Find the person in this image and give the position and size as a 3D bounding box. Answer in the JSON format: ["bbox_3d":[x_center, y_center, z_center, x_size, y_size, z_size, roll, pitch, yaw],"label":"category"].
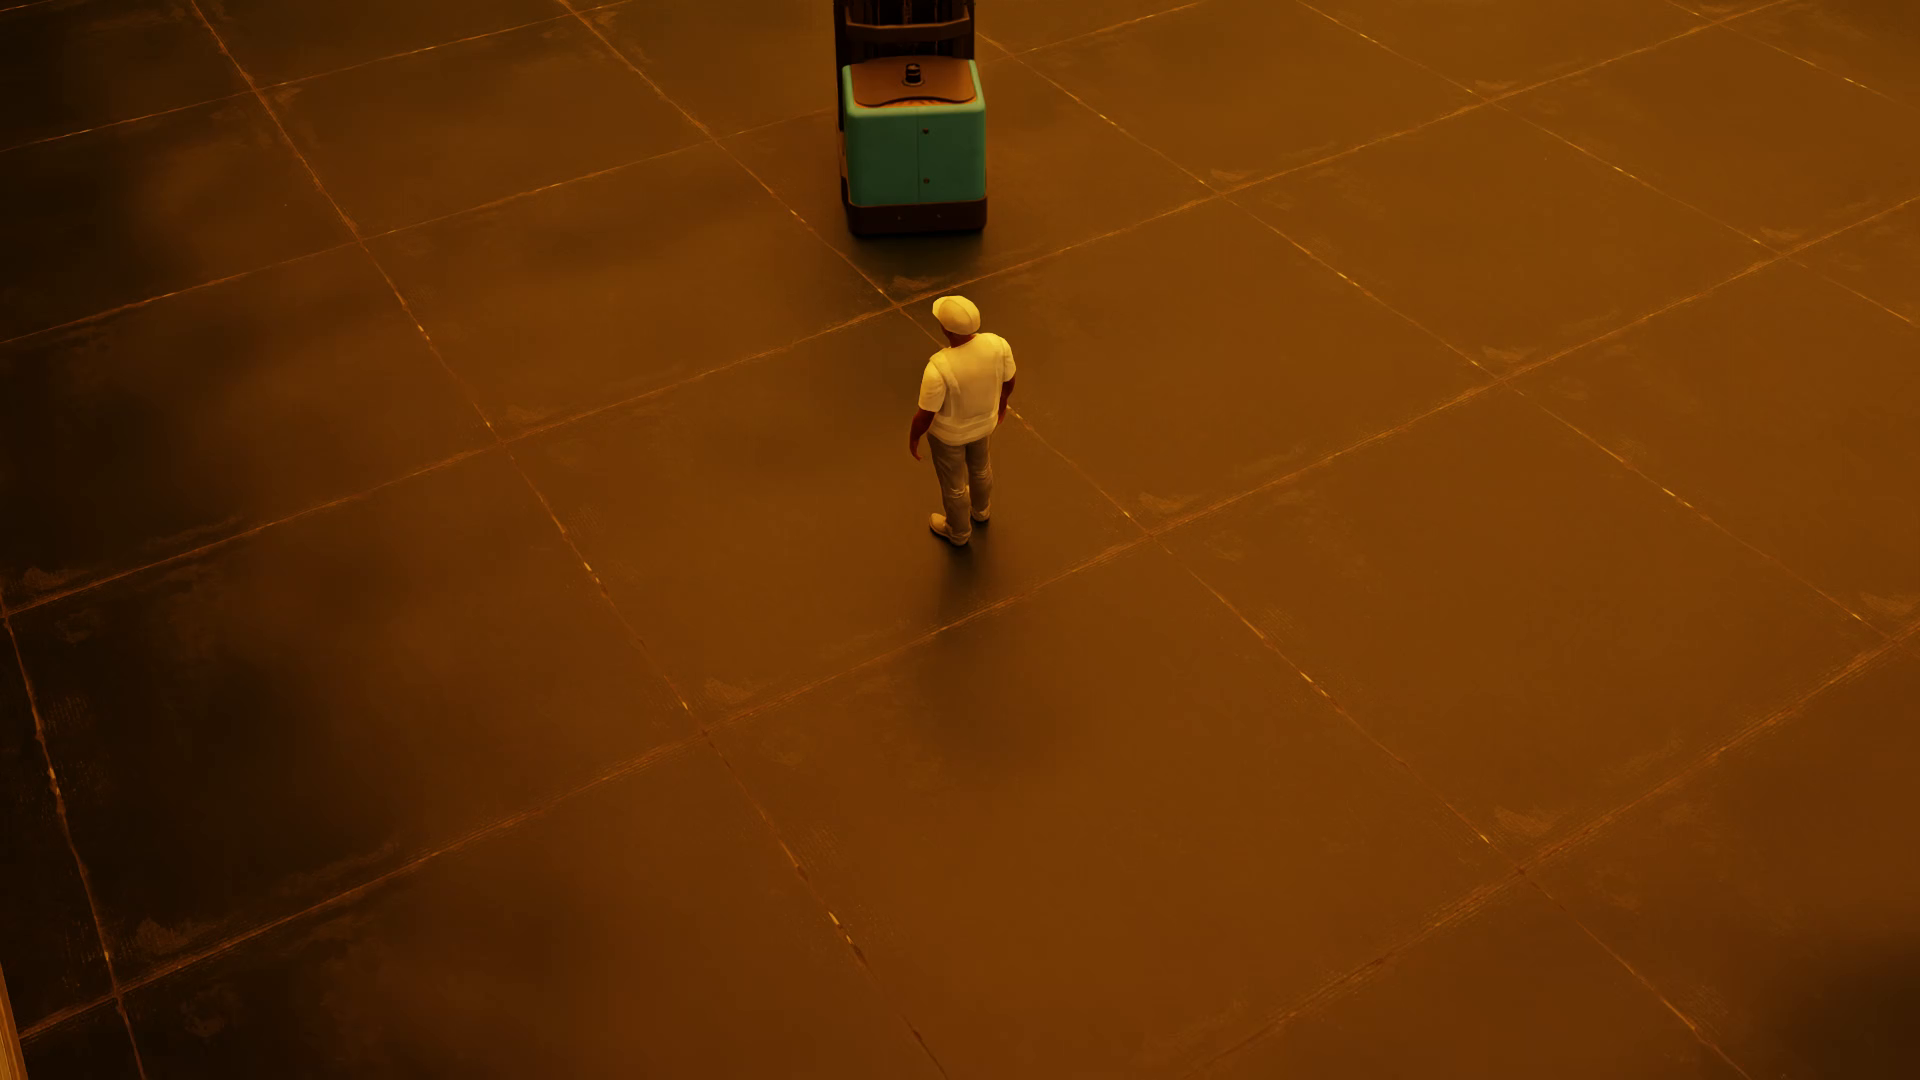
[{"bbox_3d":[-0.032,-0.711,9.559,0.665,1.765,0.577,-23,46,-24],"label":"person"}]

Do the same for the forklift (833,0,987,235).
[{"bbox_3d":[-0.458,-4.391,12.896,1.130,2.935,3.031,-4,41,-4],"label":"forklift"}]
